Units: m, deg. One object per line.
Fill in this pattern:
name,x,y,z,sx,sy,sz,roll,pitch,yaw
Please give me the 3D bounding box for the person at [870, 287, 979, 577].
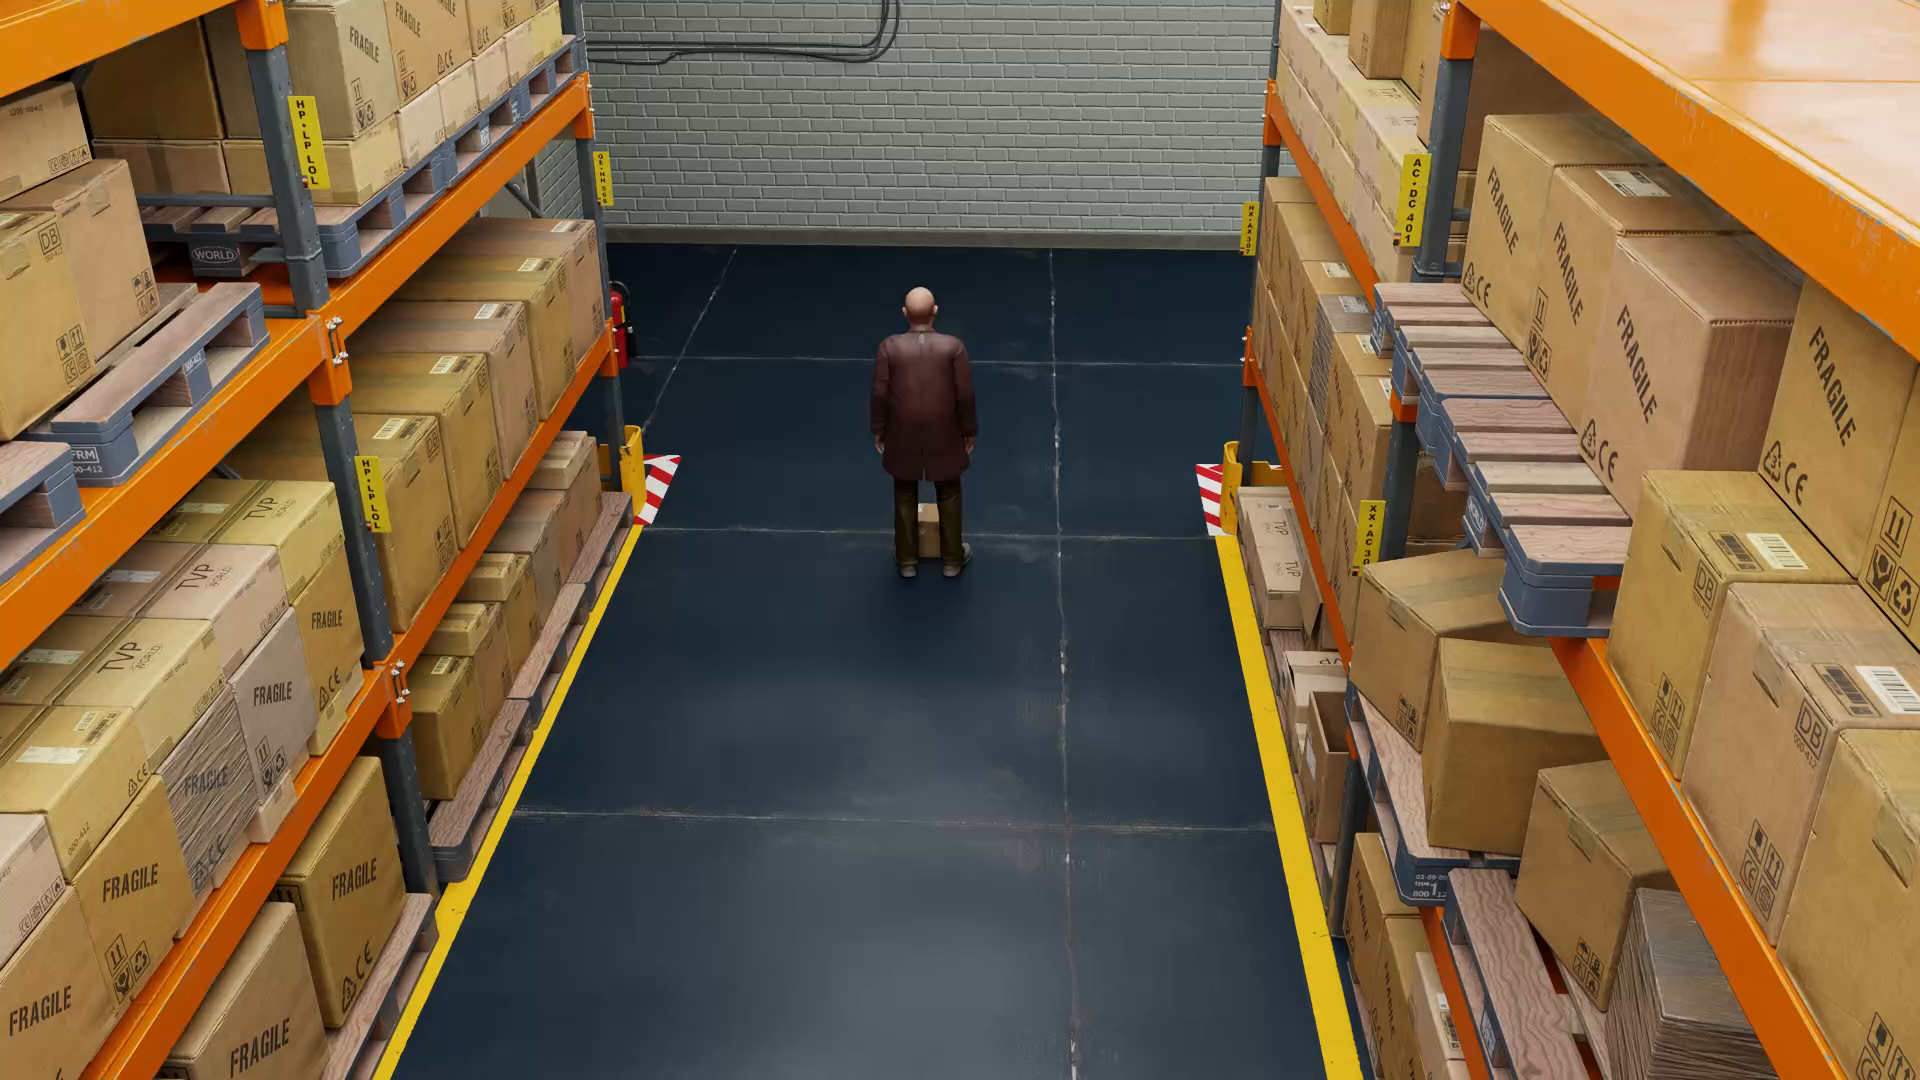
person,-0.211,-0.625,9.832,0.644,1.774,0.424,1,28,2
